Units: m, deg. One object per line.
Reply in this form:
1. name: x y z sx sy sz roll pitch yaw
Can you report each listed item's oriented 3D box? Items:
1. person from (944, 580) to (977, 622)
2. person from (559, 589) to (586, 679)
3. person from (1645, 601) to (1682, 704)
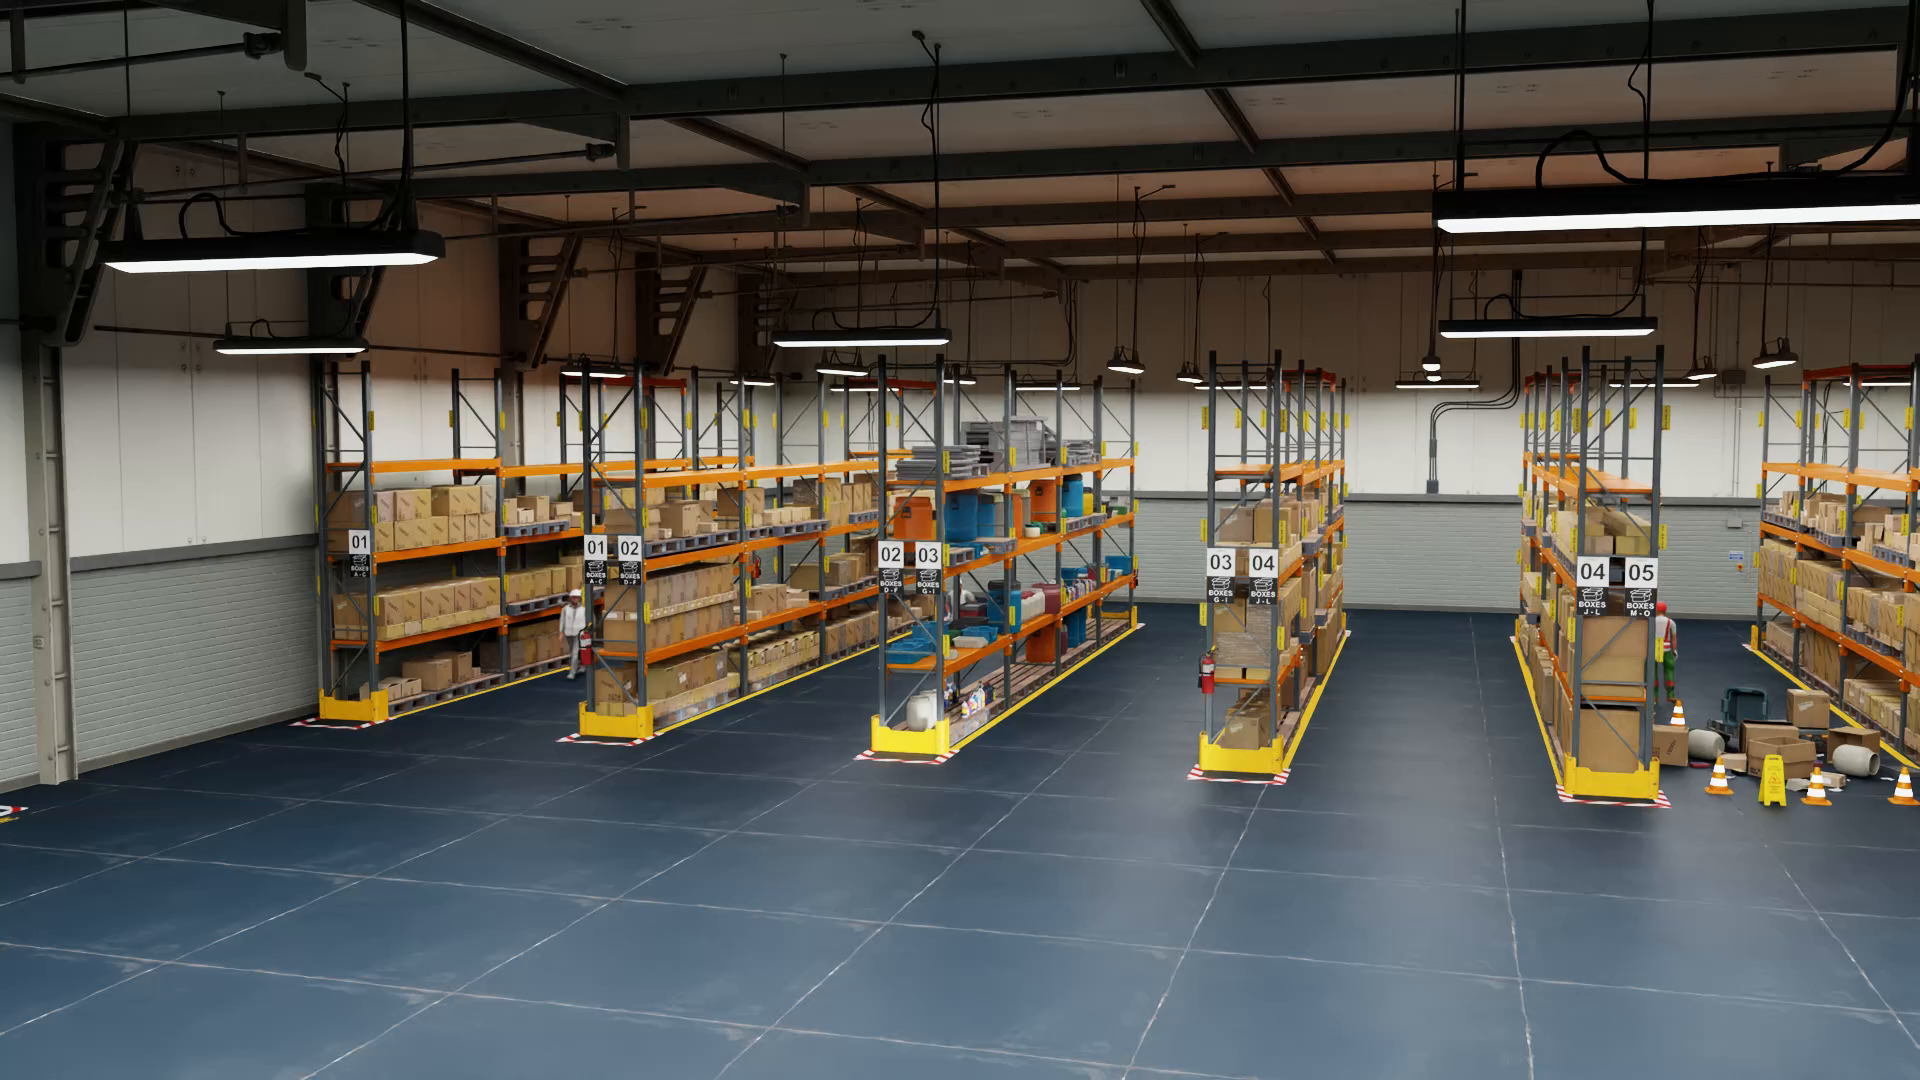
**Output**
1. person: 0.007 1.641 35.340 0.673 1.687 0.630 2 4 24
2. person: -7.533 1.822 32.416 0.509 1.720 1.084 1 4 13
3. person: 12.510 1.998 29.593 0.674 1.799 0.455 2 4 22
